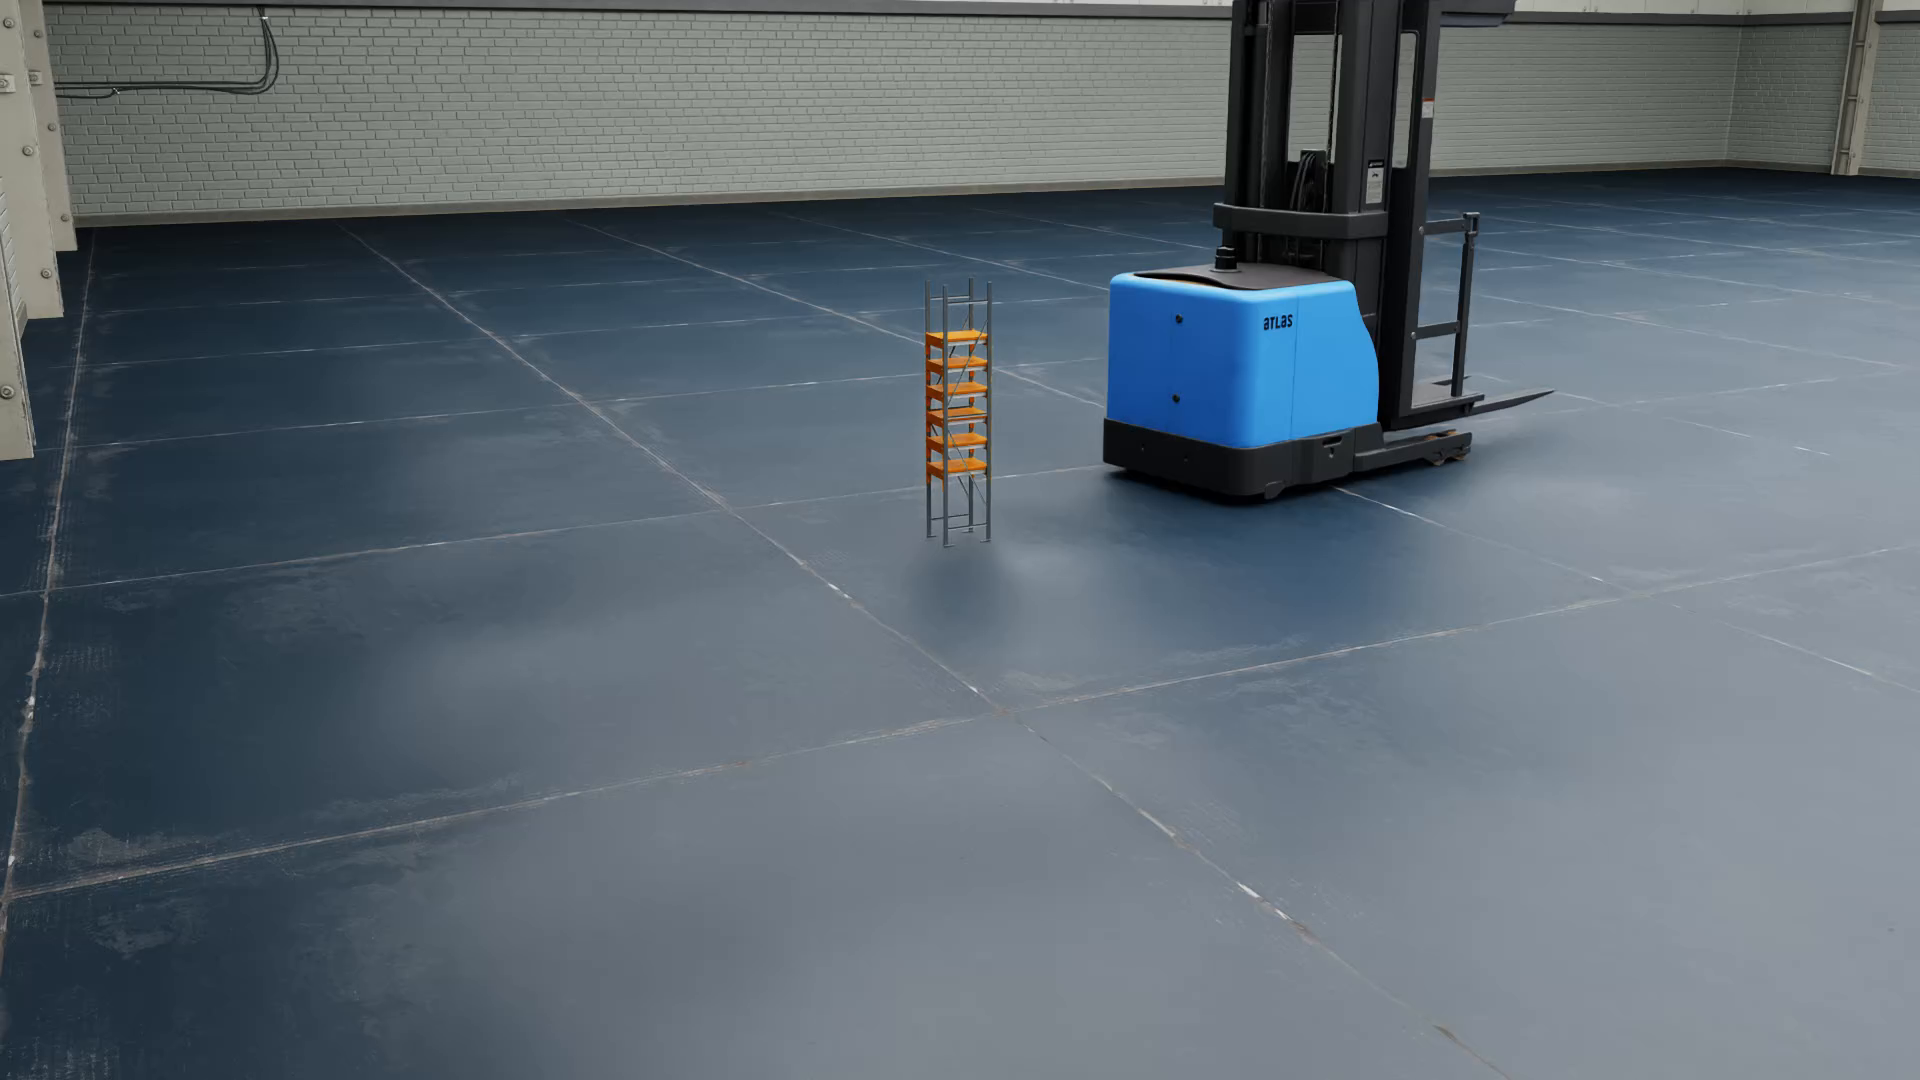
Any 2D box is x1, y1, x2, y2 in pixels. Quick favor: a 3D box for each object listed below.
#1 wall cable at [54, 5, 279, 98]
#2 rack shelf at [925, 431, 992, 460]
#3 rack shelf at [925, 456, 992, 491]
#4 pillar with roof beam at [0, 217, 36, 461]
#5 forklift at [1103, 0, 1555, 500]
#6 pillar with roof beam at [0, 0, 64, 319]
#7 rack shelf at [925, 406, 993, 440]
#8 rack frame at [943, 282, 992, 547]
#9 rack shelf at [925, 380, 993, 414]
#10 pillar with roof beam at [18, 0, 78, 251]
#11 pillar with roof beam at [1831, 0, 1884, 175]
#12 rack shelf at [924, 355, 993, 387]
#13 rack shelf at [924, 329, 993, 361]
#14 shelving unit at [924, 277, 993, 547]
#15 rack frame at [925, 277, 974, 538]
[{"bbox_3d":[-10.807,-7.194,22.133,3.097,2.526,0.112,-8,18,-25],"label":"wall cable"},{"bbox_3d":[-0.006,-0.422,7.643,0.258,0.103,0.180,-8,18,-25],"label":"rack shelf"},{"bbox_3d":[-0.006,-0.307,7.676,0.258,0.103,0.180,-8,18,-25],"label":"rack shelf"},{"bbox_3d":[-1.578,-5.341,10.047,9.100,9.000,0.400,-8,18,-25],"label":"pillar with roof beam"},{"bbox_3d":[2.238,-1.920,9.128,3.031,2.935,1.130,-12,20,-37],"label":"forklift"},{"bbox_3d":[-4.207,-6.828,15.231,9.100,9.000,0.400,-8,18,-25],"label":"pillar with roof beam"},{"bbox_3d":[-0.006,-0.538,7.610,0.258,0.103,0.180,-8,18,-25],"label":"rack shelf"},{"bbox_3d":[0.034,-0.558,7.519,0.240,1.200,0.006,-8,18,-25],"label":"rack frame"},{"bbox_3d":[-0.006,-0.653,7.577,0.258,0.103,0.180,-8,18,-25],"label":"rack shelf"},{"bbox_3d":[-6.835,-8.316,20.415,9.100,9.000,0.400,-8,18,-25],"label":"pillar with roof beam"},{"bbox_3d":[13.741,-11.082,30.054,9.100,9.000,0.400,-8,18,-25],"label":"pillar with roof beam"},{"bbox_3d":[-0.006,-0.768,7.544,0.258,0.103,0.180,-8,18,-25],"label":"rack shelf"},{"bbox_3d":[-0.006,-0.884,7.511,0.258,0.103,0.180,-8,18,-25],"label":"rack shelf"},{"bbox_3d":[-0.006,-0.580,7.598,0.258,1.200,0.189,-8,18,-25],"label":"shelving unit"},{"bbox_3d":[-0.046,-0.603,7.677,0.240,1.200,0.006,-8,18,-25],"label":"rack frame"}]
